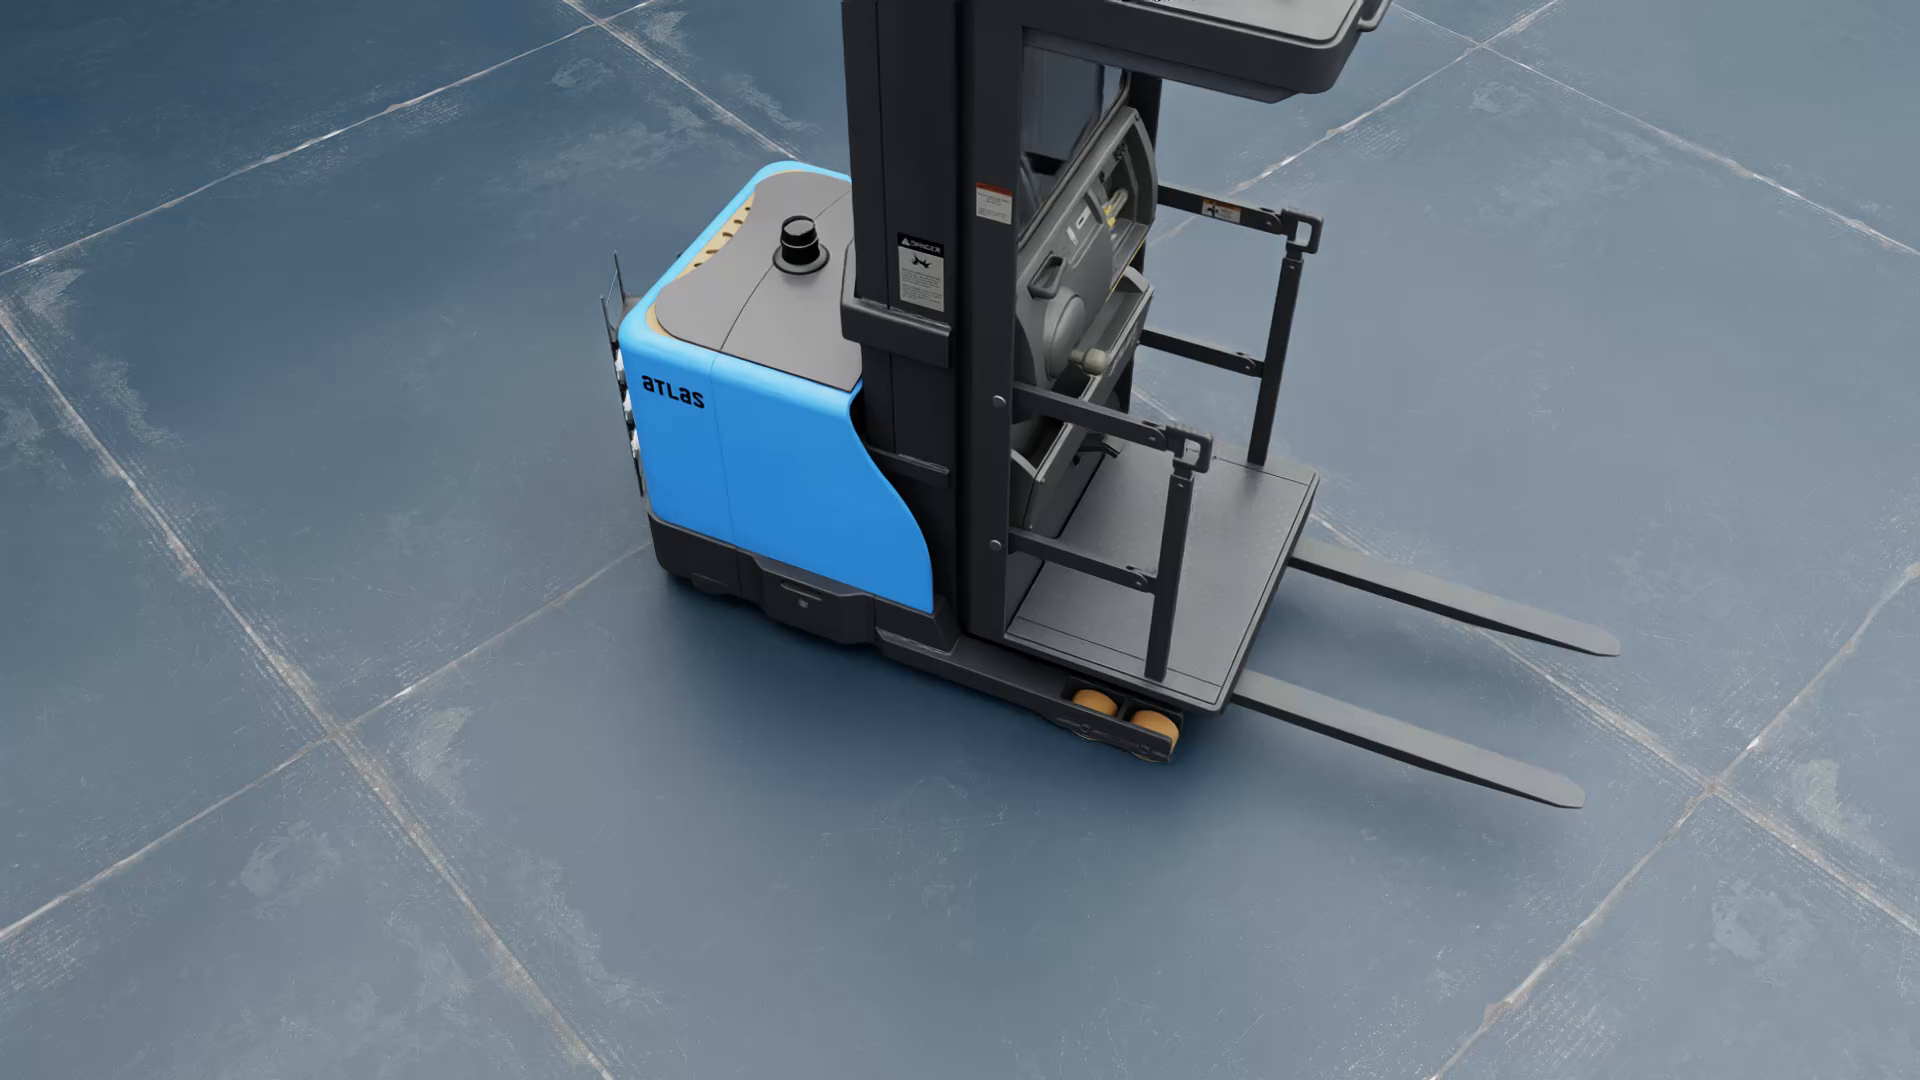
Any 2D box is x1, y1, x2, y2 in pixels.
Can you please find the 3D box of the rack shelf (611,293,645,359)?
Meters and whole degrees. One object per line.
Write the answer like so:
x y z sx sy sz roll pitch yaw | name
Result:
-1.020 -0.701 5.463 0.200 0.077 0.258 2 47 2 | rack shelf

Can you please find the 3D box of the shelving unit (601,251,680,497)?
-1.020 -0.541 5.636 0.210 0.900 0.258 2 47 2 | shelving unit

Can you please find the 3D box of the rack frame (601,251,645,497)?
-1.122 -0.544 5.640 0.006 0.900 0.240 2 47 2 | rack frame

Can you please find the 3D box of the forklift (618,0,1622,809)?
0.535 -0.761 4.457 3.031 2.935 1.130 18 50 16 | forklift

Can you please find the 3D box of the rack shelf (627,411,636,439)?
-1.020 -0.457 5.727 0.200 0.077 0.258 2 47 2 | rack shelf

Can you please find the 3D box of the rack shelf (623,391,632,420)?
-1.020 -0.518 5.661 0.200 0.077 0.258 2 47 2 | rack shelf

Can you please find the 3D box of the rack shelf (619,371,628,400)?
-1.020 -0.579 5.595 0.200 0.077 0.258 2 47 2 | rack shelf

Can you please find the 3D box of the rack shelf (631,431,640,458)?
-1.020 -0.396 5.793 0.200 0.077 0.258 2 47 2 | rack shelf

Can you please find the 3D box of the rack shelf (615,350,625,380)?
-1.020 -0.640 5.529 0.200 0.077 0.258 2 47 2 | rack shelf

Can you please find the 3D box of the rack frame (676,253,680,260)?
-0.918 -0.537 5.633 0.006 0.900 0.240 2 47 2 | rack frame
